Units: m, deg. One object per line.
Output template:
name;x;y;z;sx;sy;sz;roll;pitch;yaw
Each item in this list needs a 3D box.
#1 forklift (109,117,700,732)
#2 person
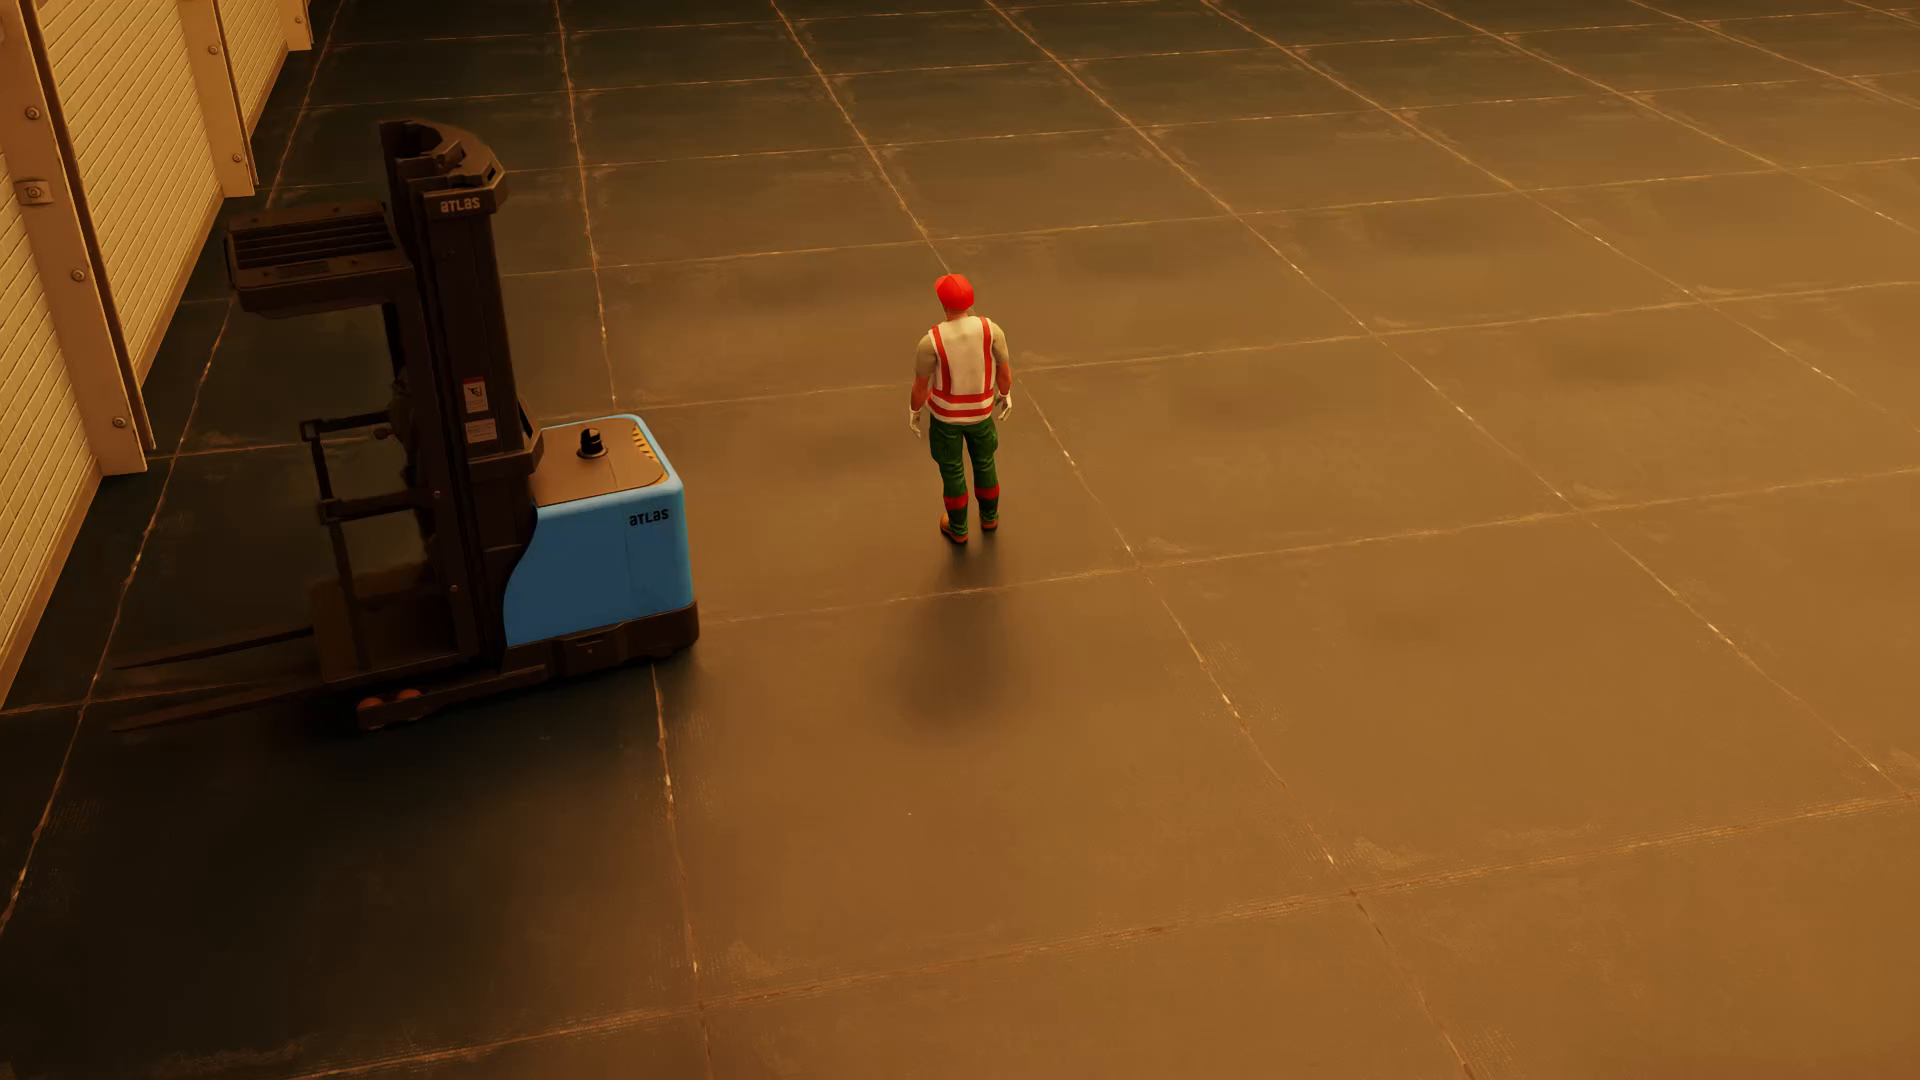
forklift;-3.039;-0.569;8.557;3.031;2.935;1.130;-12;32;-20
person;-0.007;-0.821;10.118;0.638;1.787;0.564;-7;31;-12
